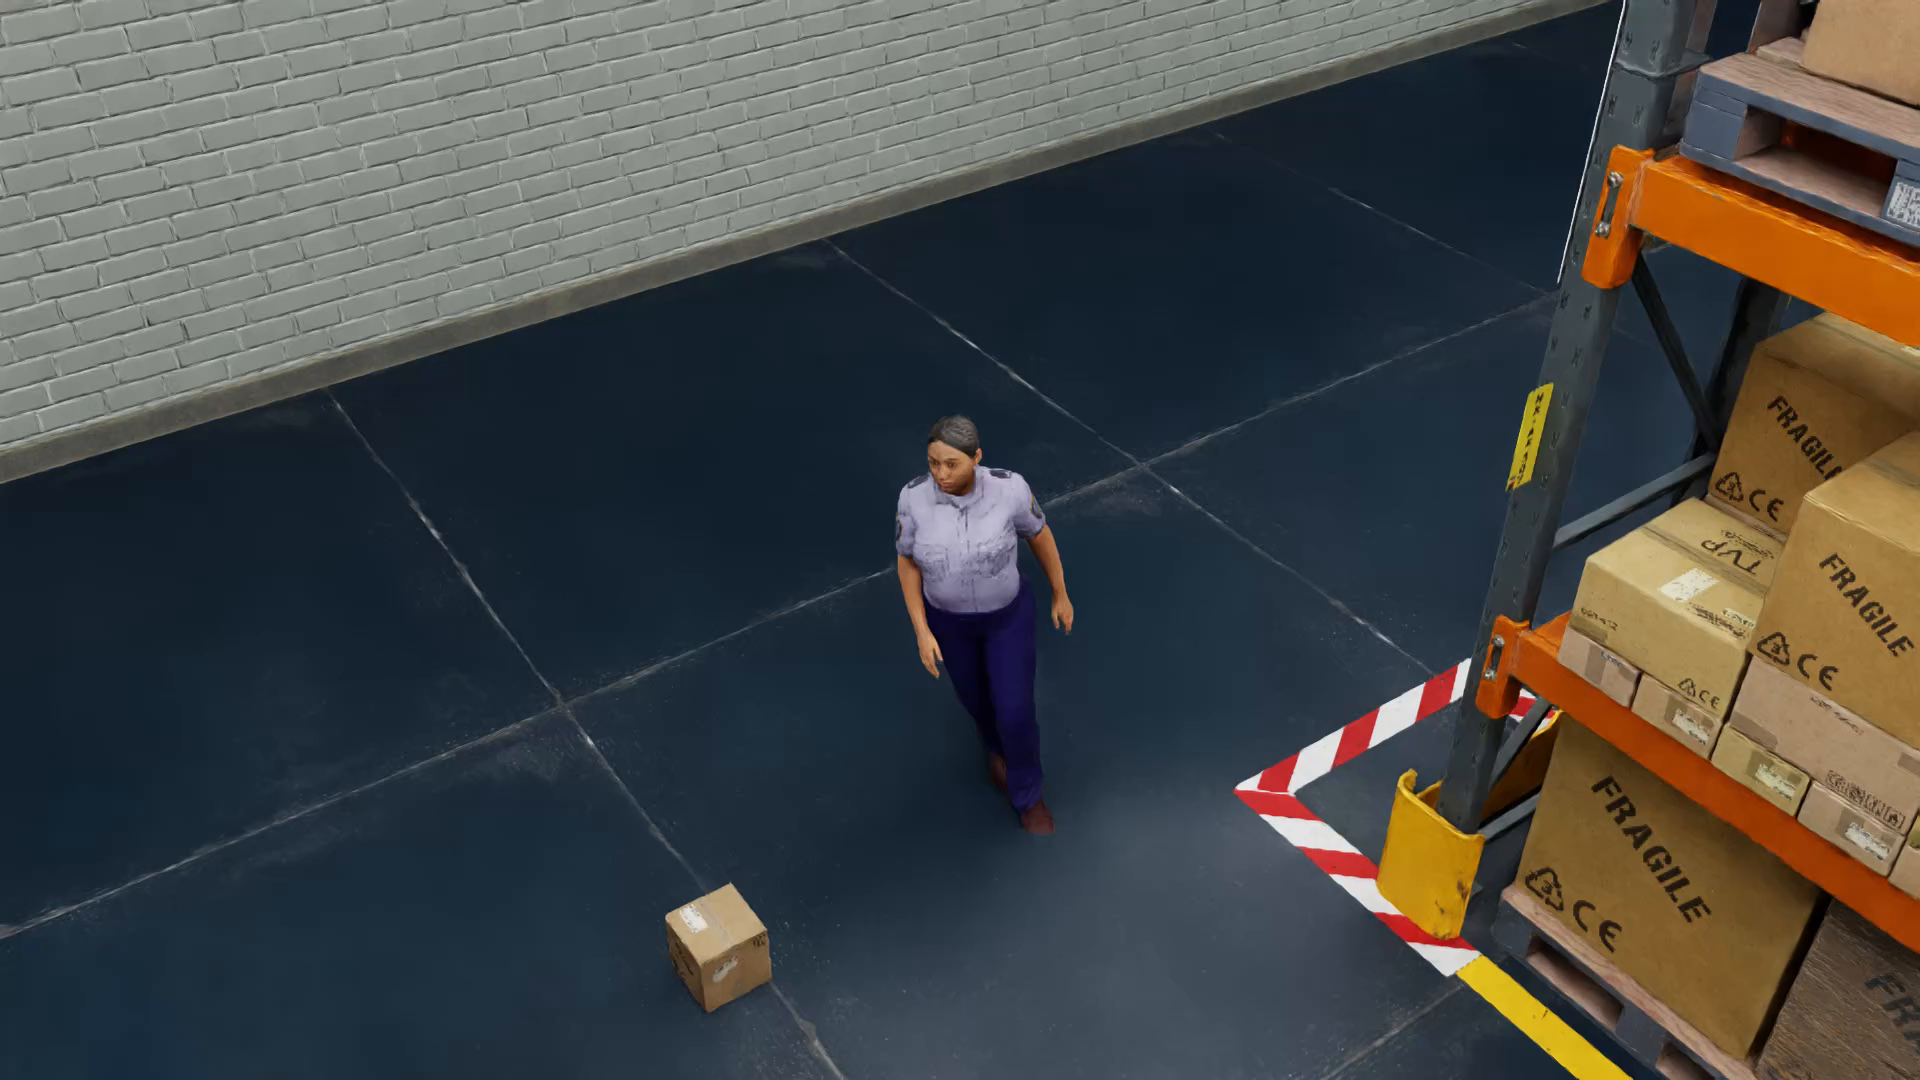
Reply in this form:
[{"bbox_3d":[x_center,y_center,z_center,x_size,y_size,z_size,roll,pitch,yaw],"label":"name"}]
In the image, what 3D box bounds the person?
[{"bbox_3d":[0.084,0.318,5.819,0.621,1.687,0.530,3,37,4],"label":"person"}]
